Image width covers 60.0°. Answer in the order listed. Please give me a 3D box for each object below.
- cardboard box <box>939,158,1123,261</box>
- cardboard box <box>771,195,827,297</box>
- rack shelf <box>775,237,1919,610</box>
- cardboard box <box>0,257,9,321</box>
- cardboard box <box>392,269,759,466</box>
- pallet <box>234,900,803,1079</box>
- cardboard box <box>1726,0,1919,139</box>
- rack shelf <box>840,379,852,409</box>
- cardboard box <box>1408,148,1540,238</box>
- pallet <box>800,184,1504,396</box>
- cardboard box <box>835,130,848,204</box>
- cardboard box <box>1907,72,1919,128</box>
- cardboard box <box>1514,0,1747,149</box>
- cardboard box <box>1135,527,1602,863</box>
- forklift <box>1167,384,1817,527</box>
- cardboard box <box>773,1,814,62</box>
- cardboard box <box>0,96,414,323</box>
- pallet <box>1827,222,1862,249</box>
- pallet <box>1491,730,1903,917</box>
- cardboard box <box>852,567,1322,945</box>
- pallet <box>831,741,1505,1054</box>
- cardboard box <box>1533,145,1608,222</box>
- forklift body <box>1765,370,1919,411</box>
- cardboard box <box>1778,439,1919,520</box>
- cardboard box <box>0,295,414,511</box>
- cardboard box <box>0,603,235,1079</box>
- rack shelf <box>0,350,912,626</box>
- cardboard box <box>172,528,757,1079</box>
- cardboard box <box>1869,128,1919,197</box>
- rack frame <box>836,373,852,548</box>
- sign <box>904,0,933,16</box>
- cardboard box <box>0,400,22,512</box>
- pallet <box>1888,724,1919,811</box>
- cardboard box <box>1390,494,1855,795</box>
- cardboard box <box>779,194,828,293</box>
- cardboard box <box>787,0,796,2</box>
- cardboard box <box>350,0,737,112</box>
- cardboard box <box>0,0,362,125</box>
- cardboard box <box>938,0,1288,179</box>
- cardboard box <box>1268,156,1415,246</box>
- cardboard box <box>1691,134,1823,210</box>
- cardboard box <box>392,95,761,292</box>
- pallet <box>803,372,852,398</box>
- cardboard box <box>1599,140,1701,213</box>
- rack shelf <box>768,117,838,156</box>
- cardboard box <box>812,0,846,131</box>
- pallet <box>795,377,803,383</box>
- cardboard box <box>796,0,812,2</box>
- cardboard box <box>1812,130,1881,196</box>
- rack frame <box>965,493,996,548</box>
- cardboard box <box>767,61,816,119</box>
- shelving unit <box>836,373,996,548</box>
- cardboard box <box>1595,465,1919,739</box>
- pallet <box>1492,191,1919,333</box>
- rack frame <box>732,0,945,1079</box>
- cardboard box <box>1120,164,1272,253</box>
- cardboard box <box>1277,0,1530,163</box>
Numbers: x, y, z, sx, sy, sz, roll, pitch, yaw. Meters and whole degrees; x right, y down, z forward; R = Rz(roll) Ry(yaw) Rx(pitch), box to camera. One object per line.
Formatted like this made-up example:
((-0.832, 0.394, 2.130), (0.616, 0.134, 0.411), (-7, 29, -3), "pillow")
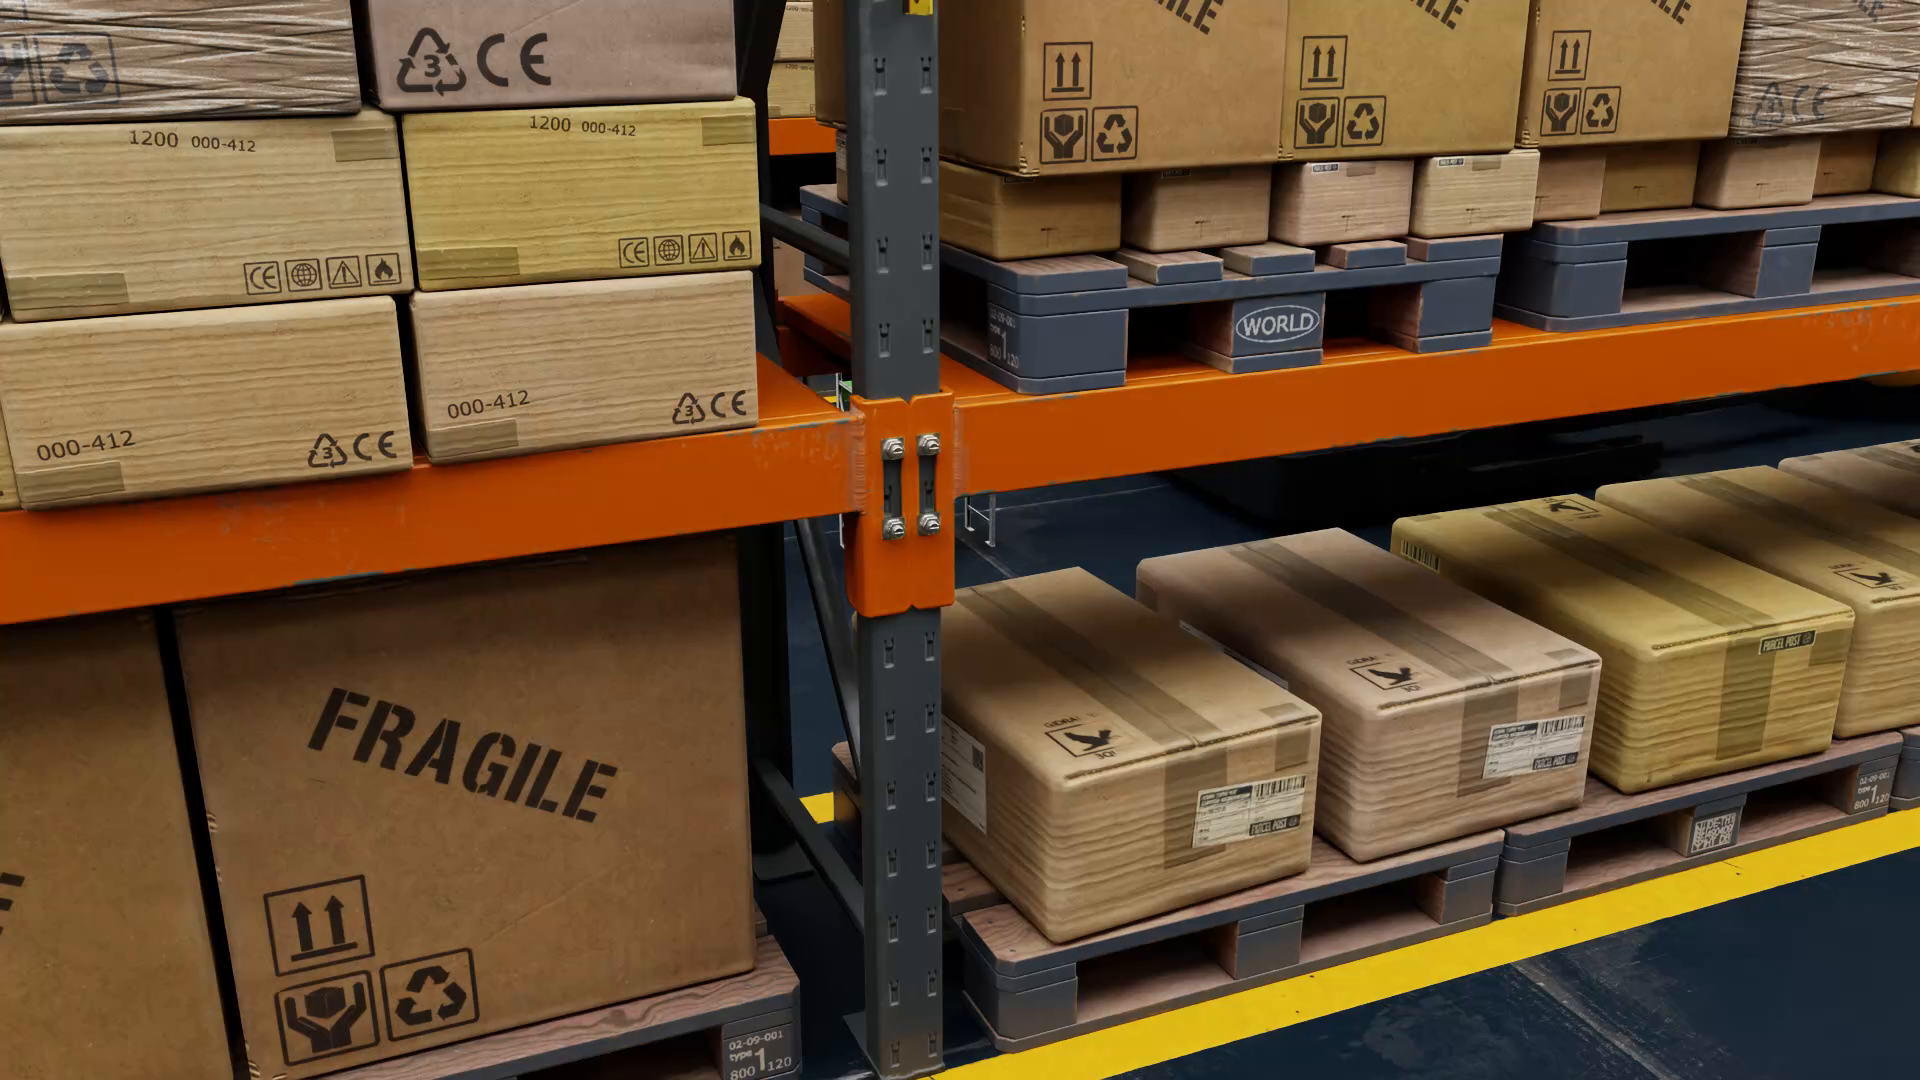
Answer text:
((0.088, -0.615, 2.999), (0.250, 0.149, 0.380), (-9, 22, -25), "cardboard box")
((-1.079, -1.307, 8.161), (0.625, 0.625, 0.875), (-7, 21, -20), "cardboard box")
((1.552, -0.473, 3.933), (4.000, 0.370, 1.077), (-8, 21, -22), "rack shelf")
((-1.560, -0.431, 2.204), (0.500, 0.250, 0.500), (-9, 21, -23), "cardboard box")
((-0.646, -0.333, 2.678), (0.500, 0.250, 0.500), (-9, 21, -24), "cardboard box")
((-1.038, 0.846, 3.301), (1.213, 0.211, 1.003), (-8, 21, -22), "pallet")
((1.643, -1.130, 3.484), (0.500, 0.500, 0.500), (-9, 21, -24), "cardboard box")
((-0.152, -0.484, 5.782), (0.480, 0.148, 0.258), (-8, 21, -22), "rack shelf")
((0.891, -0.694, 3.223), (0.250, 0.149, 0.380), (-8, 21, -22), "cardboard box")
((0.328, -0.585, 3.457), (1.003, 0.211, 1.213), (-8, 21, -22), "pallet")
((-0.077, -0.744, 3.365), (0.250, 0.149, 0.380), (-7, 21, -20), "cardboard box")
((2.124, -1.199, 3.680), (0.500, 0.500, 0.500), (-7, 21, -20), "cardboard box")
((1.181, -1.066, 3.304), (0.500, 0.500, 0.500), (-8, 21, -21), "cardboard box")
((0.913, 0.321, 3.919), (0.625, 0.372, 0.950), (-9, 21, -23), "cardboard box")
((2.267, -1.746, 6.567), (3.031, 2.935, 1.130), (-9, 21, -24), "forklift")
((-0.802, -2.341, 7.626), (0.500, 0.250, 0.500), (-9, 21, -23), "cardboard box")
((-1.098, -0.505, 2.413), (0.500, 0.250, 0.500), (-9, 21, -23), "cardboard box")
((2.629, -0.929, 4.434), (1.213, 0.211, 1.003), (-8, 21, -22), "pallet")
((1.552, 0.504, 4.273), (1.213, 0.211, 1.003), (-8, 21, -22), "pallet")
((0.238, 0.420, 3.636), (0.625, 0.372, 0.950), (-10, 22, -26), "cardboard box")
((0.434, 0.663, 3.821), (1.213, 0.211, 1.003), (-8, 21, -22), "pallet")
((1.081, -0.750, 3.380), (0.250, 0.149, 0.380), (-7, 21, -19), "cardboard box")
((4.073, -1.909, 8.206), (1.214, 2.155, 2.313), (-8, 21, -22), "forklift body")
((2.908, 0.035, 4.730), (0.625, 0.372, 0.950), (-8, 21, -21), "cardboard box")
((-1.109, -0.261, 2.473), (0.500, 0.250, 0.500), (-8, 21, -21), "cardboard box")
((-1.772, 0.436, 2.834), (0.875, 0.875, 0.875), (-8, 21, -21), "cardboard box")
((-2.121, 0.053, 2.439), (4.000, 0.370, 1.077), (-8, 21, -22), "rack shelf")
((-0.951, 0.320, 3.164), (0.875, 0.875, 0.875), (-8, 21, -22), "cardboard box")
((2.083, -0.874, 3.733), (0.250, 0.149, 0.380), (-8, 21, -22), "cardboard box")
((-0.376, -0.512, 5.670), (0.015, 1.200, 0.240), (-8, 21, -22), "rack frame")
((-0.061, -0.927, 2.395), (0.005, 0.325, 0.100), (-8, 21, -22), "sign")
((-1.577, -0.200, 2.299), (0.500, 0.250, 0.500), (-8, 21, -22), "cardboard box")
((2.674, 0.342, 4.732), (1.213, 0.211, 1.003), (-8, 21, -22), "pallet")
((1.611, 0.223, 4.197), (0.625, 0.372, 0.950), (-7, 21, -20), "cardboard box")
((-0.461, -1.396, 8.413), (0.625, 0.625, 0.875), (-9, 21, -24), "cardboard box")
((-0.920, -2.526, 7.551), (0.250, 0.149, 0.380), (-8, 21, -21), "cardboard box")
((-0.655, -0.921, 2.464), (0.500, 0.500, 0.500), (-9, 21, -23), "cardboard box")
((-1.123, -0.851, 2.266), (0.500, 0.500, 0.500), (-8, 21, -21), "cardboard box")
((0.221, -0.924, 2.899), (0.500, 0.500, 0.500), (-9, 21, -23), "cardboard box")
((0.630, -0.664, 3.138), (0.250, 0.149, 0.380), (-10, 22, -25), "cardboard box")
((1.591, -0.813, 3.561), (0.250, 0.149, 0.380), (-7, 21, -20), "cardboard box")
((-0.628, -0.574, 2.608), (0.500, 0.250, 0.500), (-8, 21, -22), "cardboard box")
((-0.364, -1.003, 8.553), (1.213, 0.211, 1.003), (-8, 21, -22), "pallet")
((1.325, -0.799, 3.520), (0.250, 0.149, 0.380), (-7, 21, -20), "cardboard box")
((-0.417, -1.987, 8.231), (4.000, 0.370, 1.077), (-8, 21, -22), "rack shelf")
((0.023, -1.080, 3.342), (0.500, 0.500, 0.500), (-9, 21, -23), "cardboard box")
((-1.483, -0.844, 8.101), (1.213, 0.211, 1.003), (-8, 21, -22), "pallet")
((-0.664, -2.541, 7.595), (0.250, 0.149, 0.380), (-8, 21, -21), "cardboard box")
((1.800, -0.870, 3.724), (0.250, 0.149, 0.380), (-9, 21, -24), "cardboard box")
((0.072, -0.576, 5.852), (0.015, 1.200, 0.240), (-8, 21, -22), "rack frame")
((-0.816, -2.111, 7.726), (0.500, 0.250, 0.500), (-9, 21, -24), "cardboard box")
((-0.152, -0.544, 5.761), (0.503, 1.200, 0.258), (-8, 21, -22), "shelving unit")
((2.249, 0.131, 4.458), (0.625, 0.372, 0.950), (-7, 21, -19), "cardboard box")
((1.517, -0.732, 3.874), (1.213, 0.211, 1.003), (-8, 21, -22), "pallet")
((-0.284, -0.550, 3.067), (0.127, 3.000, 1.000), (-8, 21, -22), "rack frame")
((0.361, -0.642, 3.076), (0.250, 0.149, 0.380), (-10, 22, -25), "cardboard box")
((0.696, -0.995, 3.100), (0.500, 0.500, 0.500), (-7, 21, -19), "cardboard box")
